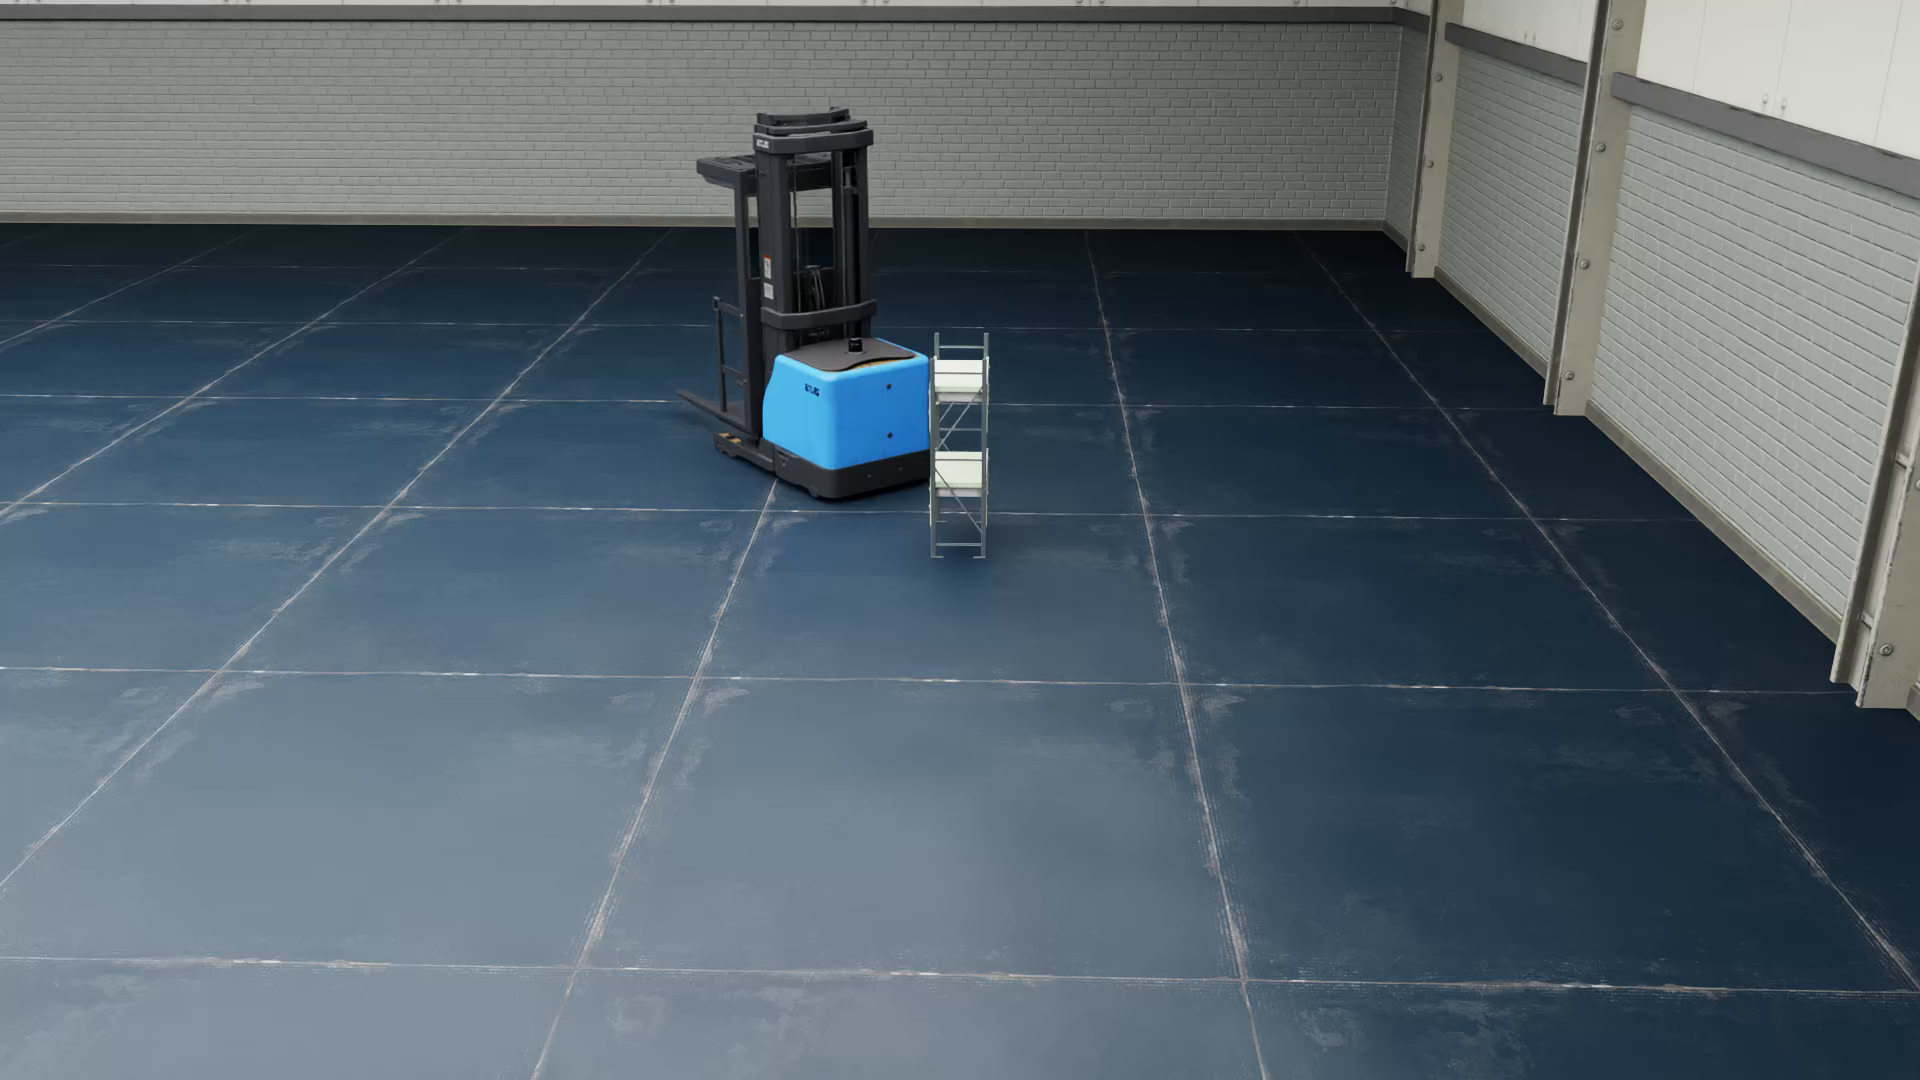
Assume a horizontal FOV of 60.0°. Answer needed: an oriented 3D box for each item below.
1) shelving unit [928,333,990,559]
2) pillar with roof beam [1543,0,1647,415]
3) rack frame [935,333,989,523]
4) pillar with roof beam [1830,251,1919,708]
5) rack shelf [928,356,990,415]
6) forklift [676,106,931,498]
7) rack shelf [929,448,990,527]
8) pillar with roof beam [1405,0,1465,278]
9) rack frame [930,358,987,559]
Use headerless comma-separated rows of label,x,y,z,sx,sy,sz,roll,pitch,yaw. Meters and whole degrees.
shelving unit,0.000,-0.702,12.264,0.431,1.500,0.755,1,21,2
pillar with roof beam,1.419,-5.479,14.210,9.100,9.000,0.400,1,21,2
rack frame,0.011,-0.834,12.605,0.400,1.500,0.023,1,21,2
pillar with roof beam,1.236,-3.310,8.619,9.100,9.000,0.400,1,21,2
rack shelf,0.000,-1.065,12.123,0.431,0.370,0.720,1,21,2
forklift,-1.490,-2.169,14.067,1.130,2.935,3.031,-15,26,-33
rack shelf,0.000,-0.398,12.382,0.431,0.370,0.720,1,21,2
pillar with roof beam,1.601,-7.648,19.801,9.100,9.000,0.400,1,21,2
rack frame,-0.011,-0.569,11.923,0.400,1.500,0.023,1,21,2
